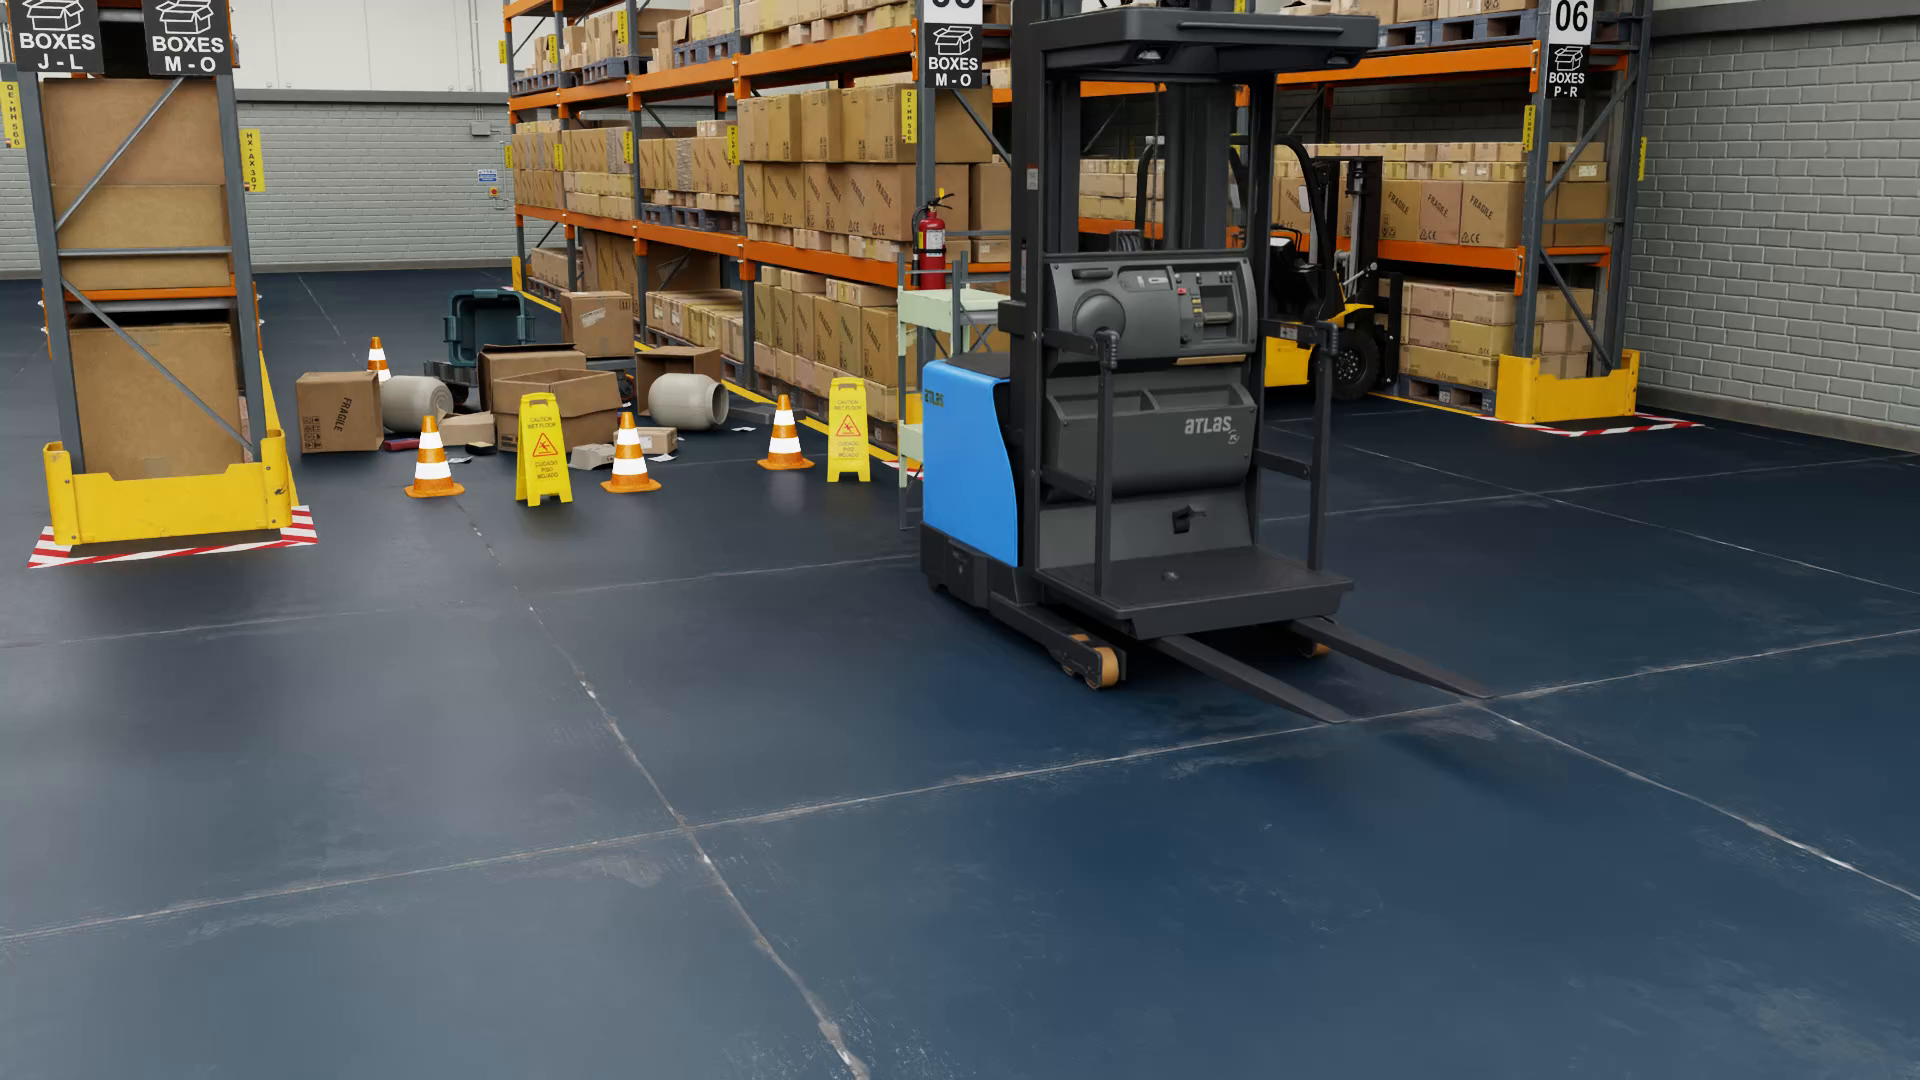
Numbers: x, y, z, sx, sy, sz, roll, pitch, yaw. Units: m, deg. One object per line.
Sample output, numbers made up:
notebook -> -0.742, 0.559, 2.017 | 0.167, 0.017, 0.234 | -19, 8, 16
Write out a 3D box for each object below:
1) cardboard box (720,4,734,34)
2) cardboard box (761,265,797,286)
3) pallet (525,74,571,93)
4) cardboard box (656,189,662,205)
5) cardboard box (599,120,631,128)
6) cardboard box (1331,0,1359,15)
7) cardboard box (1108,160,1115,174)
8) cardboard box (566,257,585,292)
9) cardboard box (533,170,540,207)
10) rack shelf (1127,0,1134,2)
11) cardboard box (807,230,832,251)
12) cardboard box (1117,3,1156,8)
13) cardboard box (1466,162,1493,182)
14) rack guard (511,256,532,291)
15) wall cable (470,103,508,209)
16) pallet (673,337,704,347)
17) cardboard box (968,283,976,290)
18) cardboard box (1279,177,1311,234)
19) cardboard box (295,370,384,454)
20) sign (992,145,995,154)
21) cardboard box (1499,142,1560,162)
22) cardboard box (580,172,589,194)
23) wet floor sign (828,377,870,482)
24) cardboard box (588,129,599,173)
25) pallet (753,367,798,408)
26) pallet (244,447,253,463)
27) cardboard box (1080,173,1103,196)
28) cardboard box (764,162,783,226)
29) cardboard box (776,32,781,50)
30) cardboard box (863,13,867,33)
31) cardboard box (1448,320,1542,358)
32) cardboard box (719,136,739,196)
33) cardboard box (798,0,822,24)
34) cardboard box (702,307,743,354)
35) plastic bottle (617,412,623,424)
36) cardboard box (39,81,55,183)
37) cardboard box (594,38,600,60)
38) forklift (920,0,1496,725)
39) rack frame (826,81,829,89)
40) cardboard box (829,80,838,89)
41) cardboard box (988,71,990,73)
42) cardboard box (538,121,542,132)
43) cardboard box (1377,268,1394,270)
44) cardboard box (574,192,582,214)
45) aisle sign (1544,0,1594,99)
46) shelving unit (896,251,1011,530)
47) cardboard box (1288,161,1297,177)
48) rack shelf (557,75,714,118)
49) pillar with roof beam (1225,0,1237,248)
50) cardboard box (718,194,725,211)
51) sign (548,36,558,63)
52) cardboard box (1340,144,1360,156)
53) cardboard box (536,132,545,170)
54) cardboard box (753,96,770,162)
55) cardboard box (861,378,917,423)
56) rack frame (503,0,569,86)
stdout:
cardboard box -> -1.770, -4.516, 14.478 | 0.500, 0.250, 0.500 | -6, 14, -24
cardboard box -> -1.420, -2.184, 13.719 | 0.380, 0.149, 0.250 | -5, 14, -22
pallet -> -5.411, -6.308, 23.016 | 1.003, 0.211, 1.213 | -6, 14, -23
cardboard box -> -2.896, -3.518, 17.043 | 0.380, 0.149, 0.250 | -7, 15, -27
cardboard box -> -4.497, -5.409, 21.709 | 0.380, 0.149, 0.250 | -6, 14, -24
cardboard box -> 3.459, -4.579, 14.497 | 0.396, 0.266, 0.258 | -6, 14, -24
cardboard box -> 1.877, -4.155, 18.510 | 0.380, 0.149, 0.250 | -5, 14, -22
cardboard box -> -4.761, -3.564, 22.367 | 0.875, 0.438, 0.875 | -6, 14, -24
cardboard box -> -5.650, -4.907, 23.199 | 0.500, 0.500, 0.500 | -5, 14, -21
rack shelf -> 2.342, -6.055, 17.557 | 1.077, 0.370, 4.000 | -6, 14, -23
cardboard box -> -0.941, -2.284, 12.644 | 0.380, 0.149, 0.250 | -6, 14, -23
cardboard box -> 2.015, -5.472, 17.834 | 0.500, 0.500, 0.500 | -5, 14, -22
cardboard box -> 4.220, -2.899, 13.083 | 0.380, 0.149, 0.250 | -5, 14, -22
rack guard -> -6.220, -4.082, 25.397 | 1.175, 0.500, 0.348 | -6, 14, -23
wall cable -> -8.491, -6.968, 30.000 | 0.585, 1.953, 0.123 | -6, 14, -23
pallet -> -2.209, -1.870, 16.481 | 1.003, 0.211, 1.213 | -6, 14, -23
cardboard box -> 0.344, -3.571, 22.259 | 0.500, 0.500, 0.500 | -6, 14, -25
cardboard box -> 3.305, -3.092, 15.354 | 0.500, 0.500, 0.500 | -5, 14, -22
cardboard box -> -4.337, -0.903, 11.656 | 0.500, 0.500, 0.500 | -3, 13, -13
sign -> 0.445, -5.532, 23.552 | 0.100, 0.325, 0.005 | -6, 14, -23
cardboard box -> 4.409, -3.003, 12.871 | 0.380, 0.149, 0.250 | -6, 14, -23
cardboard box -> -4.278, -4.310, 20.065 | 0.500, 0.250, 0.500 | -5, 14, -22
wet floor sign -> -0.706, -0.706, 10.489 | 0.267, 0.644, 0.232 | -1, 13, -4
cardboard box -> -4.055, -4.574, 19.543 | 0.500, 0.500, 0.500 | -6, 14, -24
pallet -> -1.102, -1.321, 14.110 | 1.003, 0.211, 1.213 | -6, 14, -23
pallet -> -4.688, -0.320, 9.786 | 1.003, 0.211, 1.213 | -6, 14, -23
cardboard box -> 1.694, -4.044, 18.914 | 0.500, 0.250, 0.500 | -5, 14, -21
cardboard box -> -1.260, -2.791, 13.396 | 0.500, 0.500, 0.500 | -6, 14, -23
cardboard box -> -1.249, -3.967, 13.264 | 0.380, 0.149, 0.250 | -6, 14, -23
cardboard box -> -0.446, -3.541, 11.422 | 0.380, 0.149, 0.250 | -6, 14, -23
cardboard box -> 4.264, -1.619, 13.270 | 0.500, 0.250, 0.500 | -6, 14, -24
cardboard box -> -1.799, -3.288, 14.612 | 0.500, 0.500, 0.500 | -6, 14, -24
cardboard box -> -0.870, -3.918, 12.168 | 0.500, 0.250, 0.500 | -5, 14, -22
cardboard box -> -1.907, -1.996, 15.738 | 0.950, 0.372, 0.625 | -5, 14, -19
plastic bottle -> -2.605, -0.948, 12.829 | 0.133, 0.061, 0.283 | -3, 13, -13
cardboard box -> -4.714, -2.305, 9.451 | 0.875, 0.550, 0.550 | -6, 14, -23
cardboard box -> -3.878, -5.495, 18.674 | 0.396, 0.266, 0.258 | -6, 14, -24
forklift -> 0.880, -0.965, 6.538 | 1.130, 2.935, 3.031 | -6, 14, -24
rack frame -> -1.664, -8.666, 26.357 | 1.000, 3.000, 0.127 | -6, 14, -23
cardboard box -> -1.737, -7.160, 26.176 | 0.500, 0.250, 0.500 | -6, 14, -24
cardboard box -> 0.590, -6.244, 21.946 | 0.380, 0.149, 0.250 | -6, 14, -25
cardboard box -> -5.590, -5.674, 22.856 | 0.380, 0.149, 0.250 | -6, 14, -23
cardboard box -> 3.734, -2.429, 15.662 | 0.500, 0.250, 0.500 | -6, 14, -24
cardboard box -> -4.465, -4.173, 20.582 | 0.500, 0.250, 0.500 | -6, 14, -24
aisle sign -> 4.502, -3.664, 12.285 | 0.394, 0.787, 0.004 | -6, 14, -23
shelving unit -> 0.003, -0.729, 8.695 | 0.431, 1.500, 0.755 | -6, 14, -23
cardboard box -> 3.265, -3.435, 15.398 | 0.380, 0.149, 0.250 | -6, 14, -23
rack shelf -> -3.807, -5.166, 19.480 | 1.077, 0.370, 4.000 | -6, 14, -23
pillar with roof beam -> -1.056, -6.437, 16.724 | 9.100, 9.000, 0.400 | -6, 14, -23
cardboard box -> -1.952, -3.035, 14.956 | 0.380, 0.149, 0.250 | -6, 14, -25
sign -> -5.116, -6.169, 20.899 | 0.100, 0.325, 0.005 | -6, 14, -23
cardboard box -> 3.587, -3.422, 14.685 | 0.380, 0.149, 0.250 | -6, 14, -23
cardboard box -> -5.459, -5.286, 22.619 | 0.500, 0.500, 0.500 | -5, 14, -22
cardboard box -> -1.242, -3.278, 13.282 | 0.700, 0.500, 0.500 | -6, 14, -23
cardboard box -> -0.381, -1.002, 11.711 | 0.500, 0.250, 0.500 | -6, 14, -23
rack frame -> -6.211, -8.217, 24.417 | 1.000, 3.000, 0.127 | -6, 14, -23
